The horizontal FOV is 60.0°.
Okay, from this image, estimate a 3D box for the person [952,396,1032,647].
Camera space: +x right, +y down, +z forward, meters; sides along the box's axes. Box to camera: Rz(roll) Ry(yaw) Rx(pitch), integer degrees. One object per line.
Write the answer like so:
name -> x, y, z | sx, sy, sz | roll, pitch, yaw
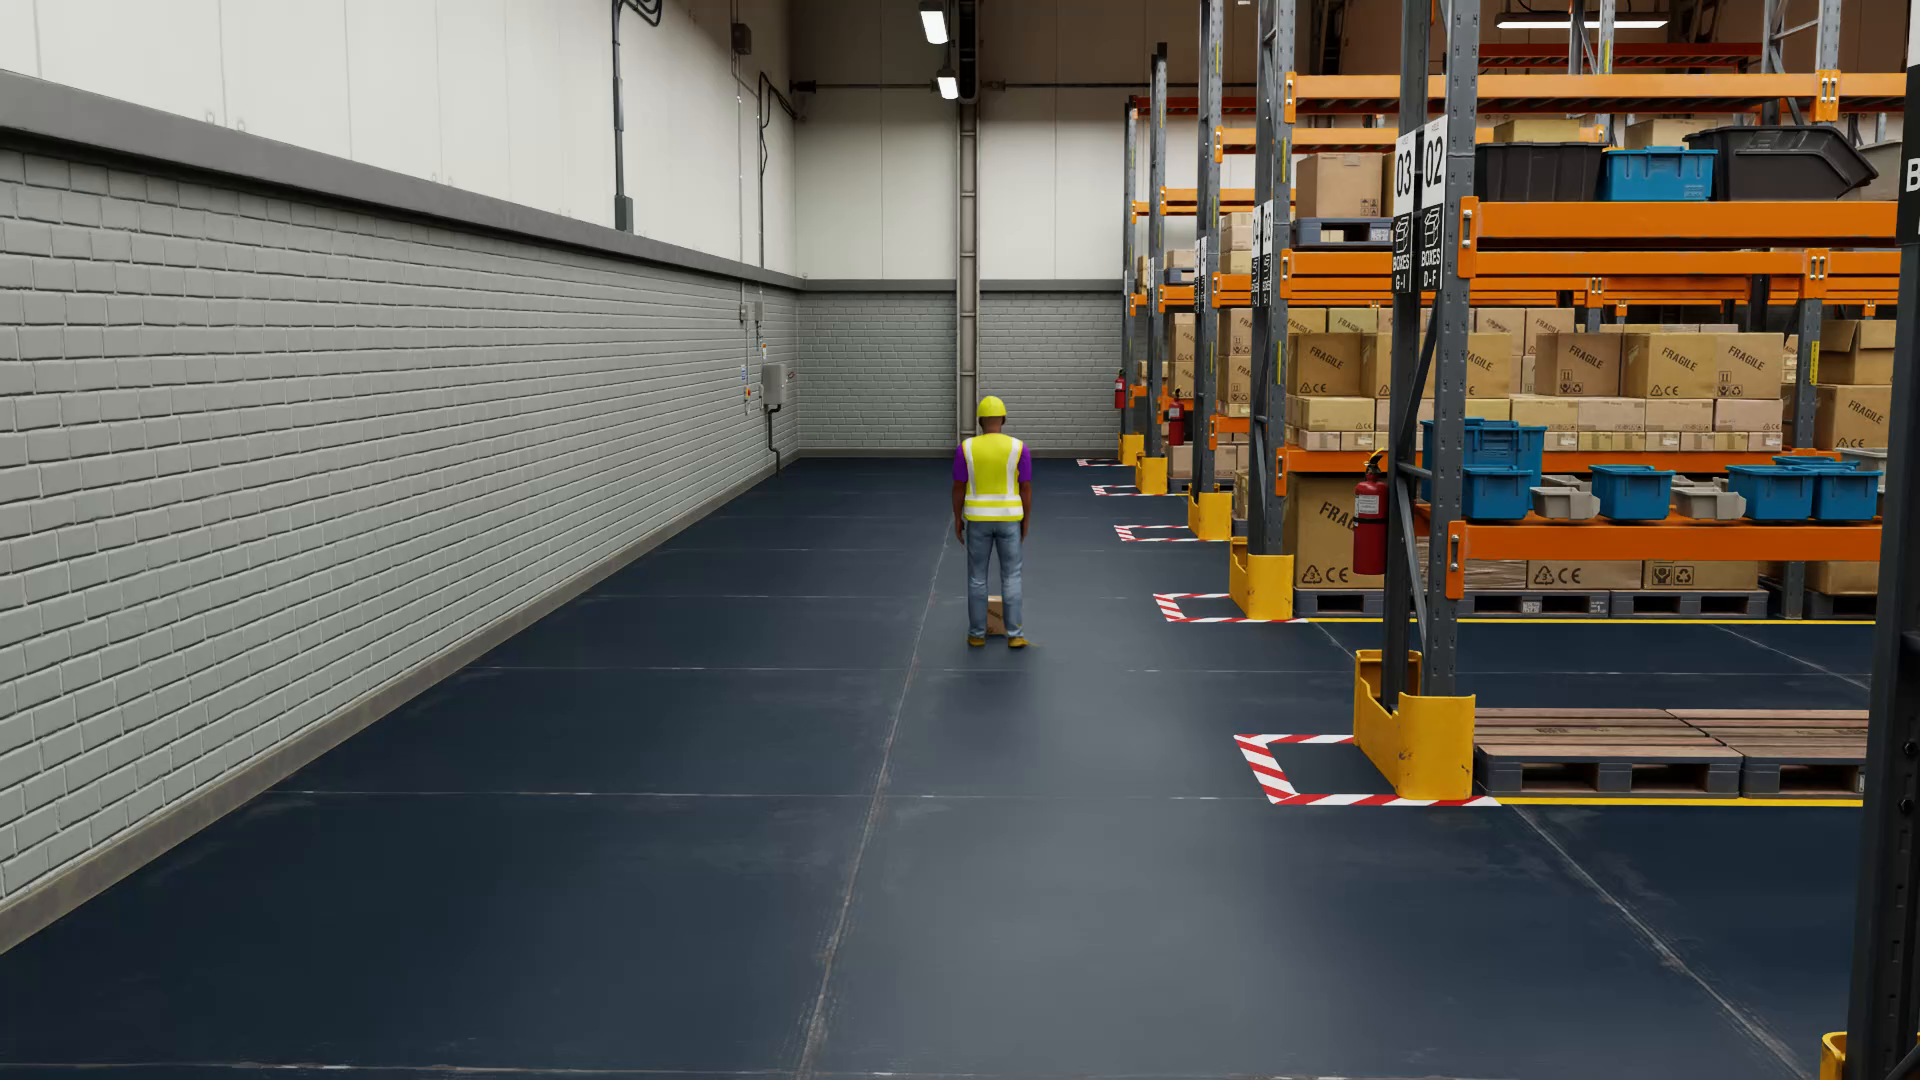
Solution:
person -> 0.226, -0.119, 11.744 | 0.564, 1.791, 0.361 | 0, 7, 2
